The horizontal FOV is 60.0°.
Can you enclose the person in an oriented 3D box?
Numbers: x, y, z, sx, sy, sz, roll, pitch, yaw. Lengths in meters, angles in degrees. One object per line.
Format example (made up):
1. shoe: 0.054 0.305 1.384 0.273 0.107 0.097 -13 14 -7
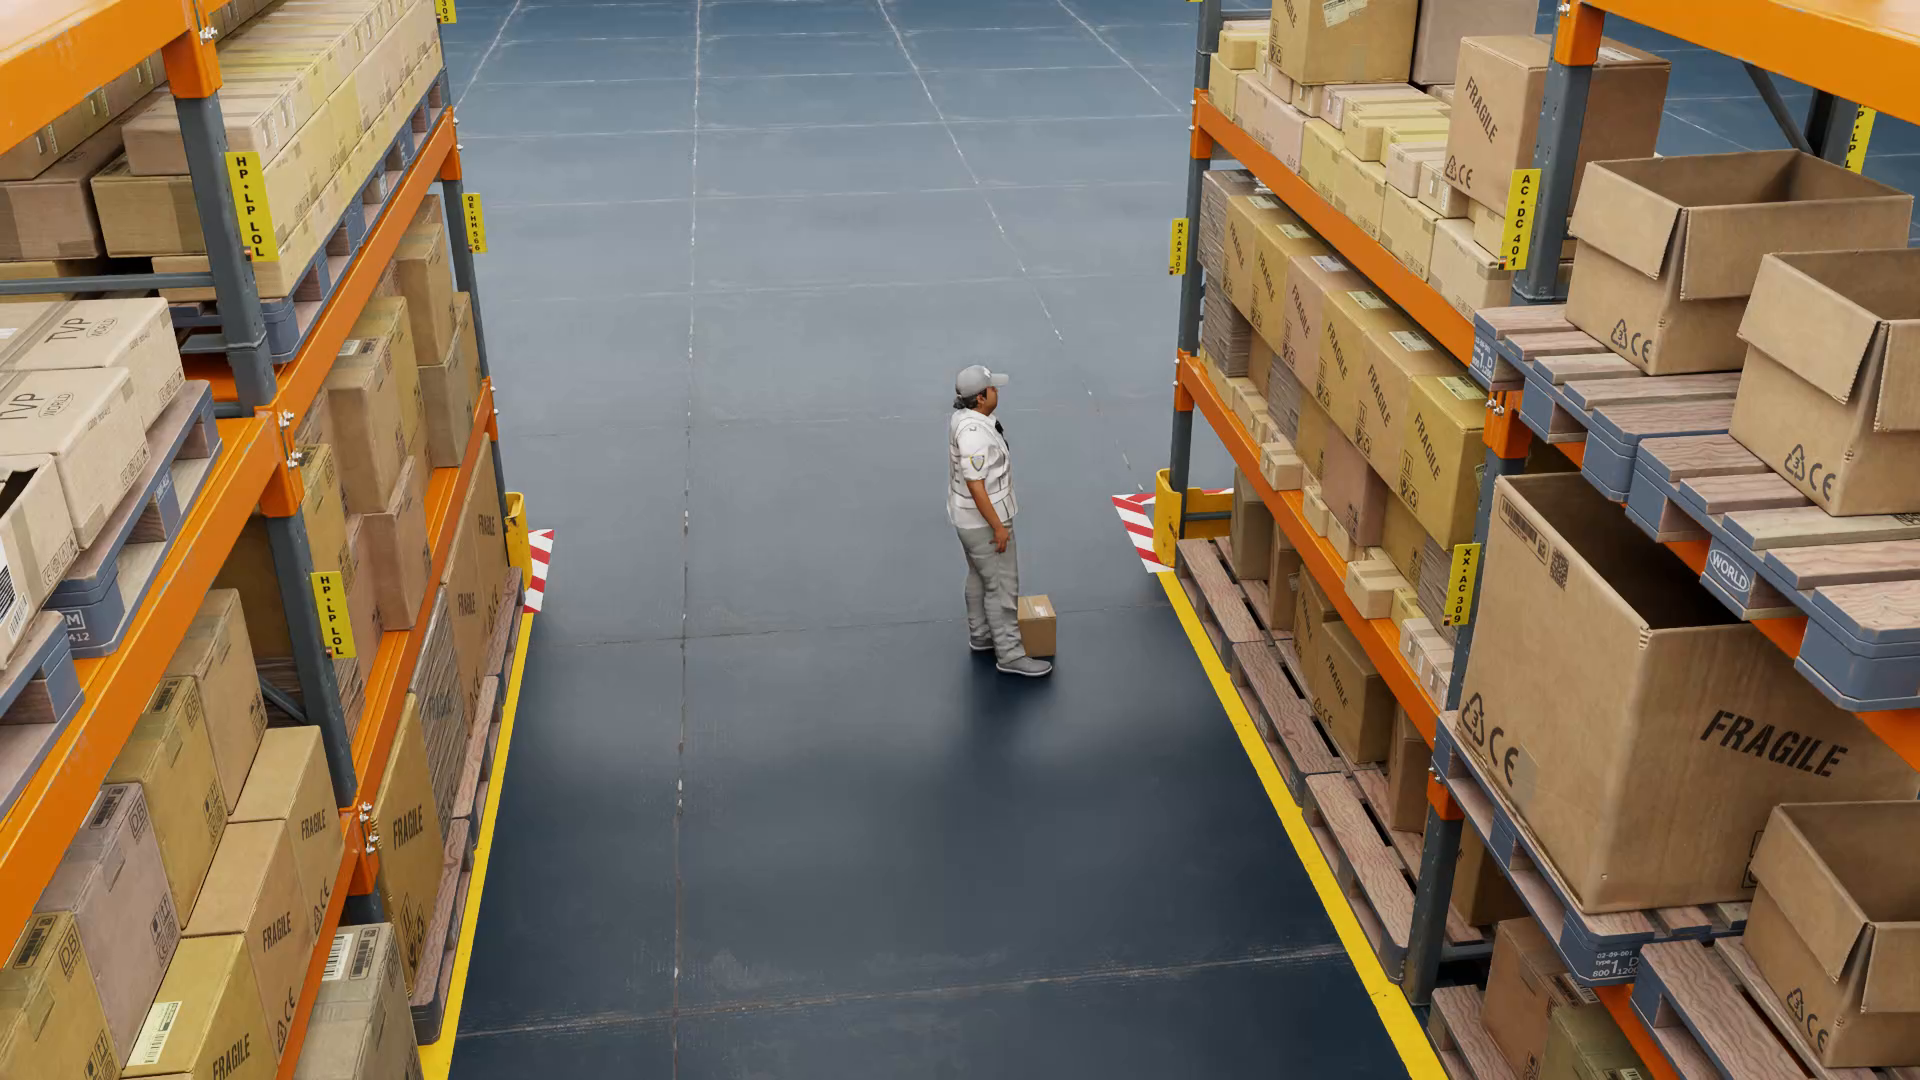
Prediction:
1. person: 0.204 -0.124 8.831 0.529 1.670 0.599 -4 28 -7
